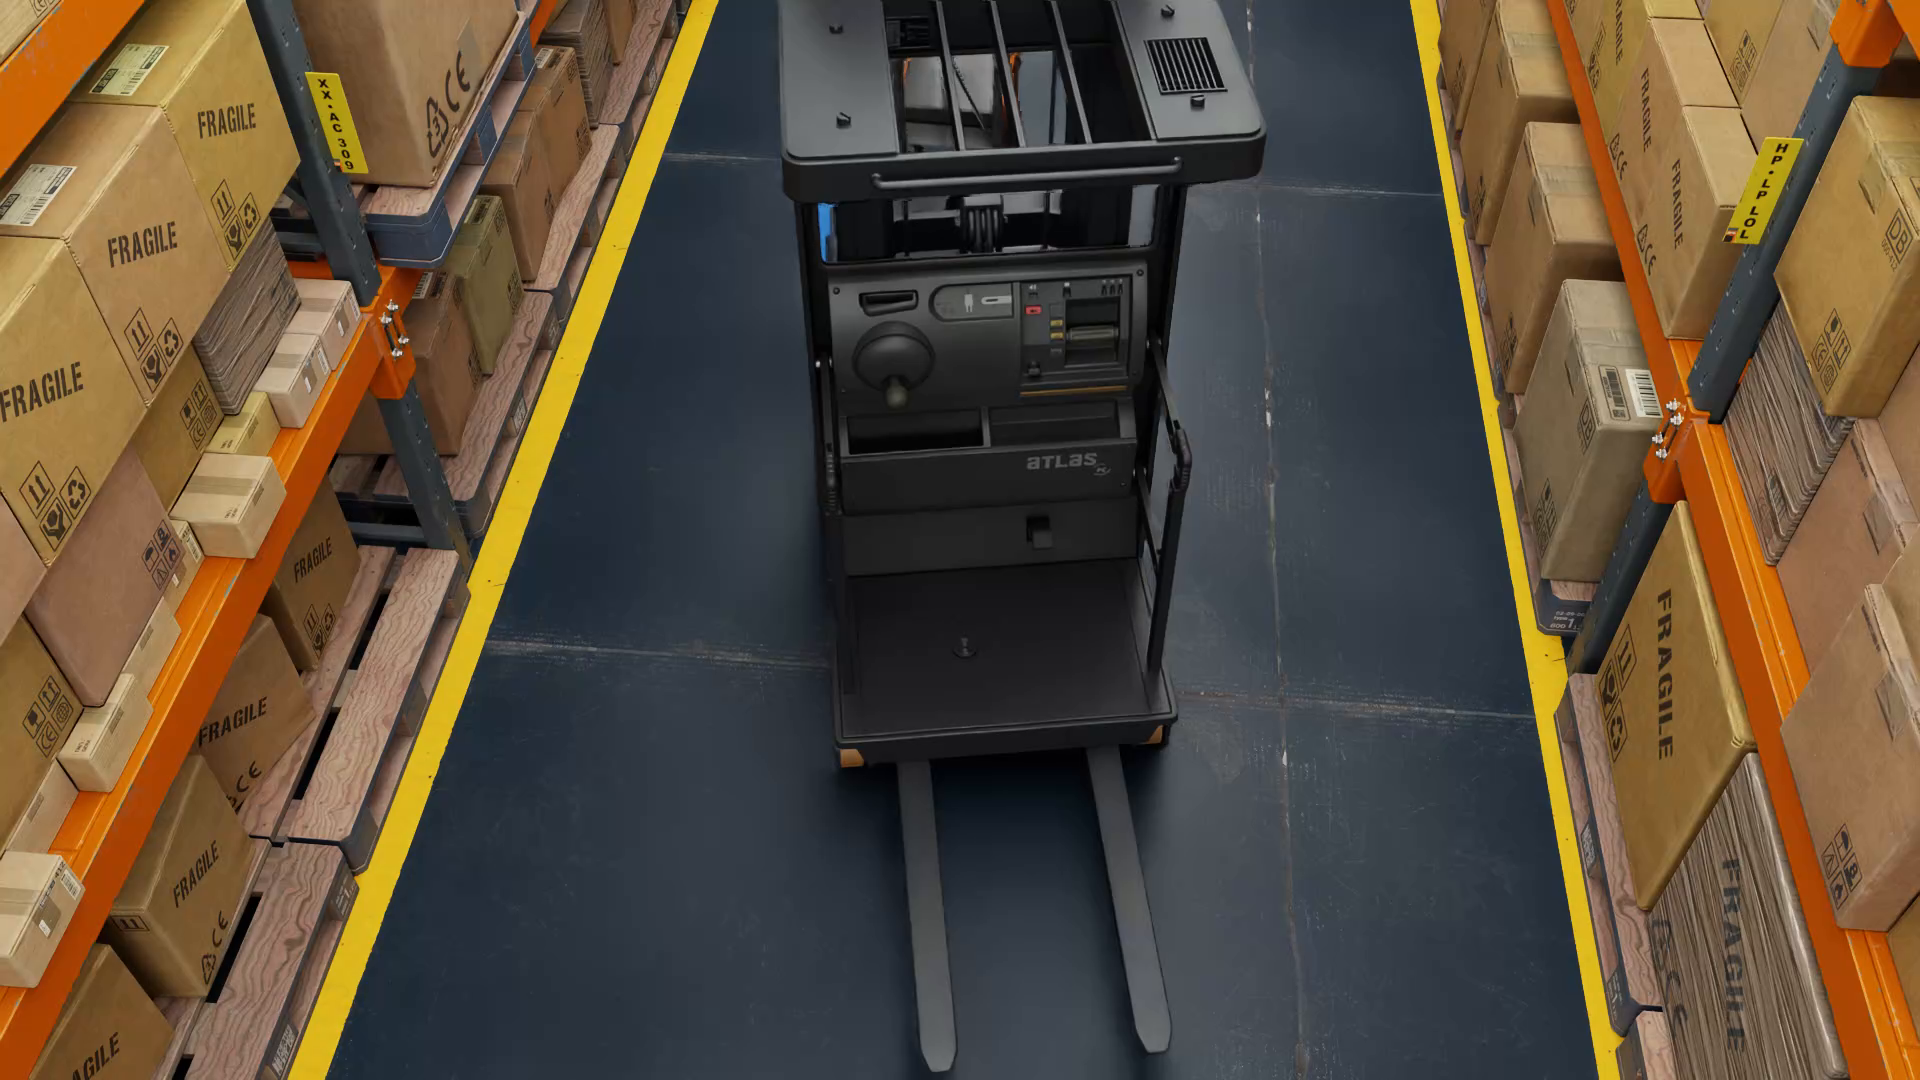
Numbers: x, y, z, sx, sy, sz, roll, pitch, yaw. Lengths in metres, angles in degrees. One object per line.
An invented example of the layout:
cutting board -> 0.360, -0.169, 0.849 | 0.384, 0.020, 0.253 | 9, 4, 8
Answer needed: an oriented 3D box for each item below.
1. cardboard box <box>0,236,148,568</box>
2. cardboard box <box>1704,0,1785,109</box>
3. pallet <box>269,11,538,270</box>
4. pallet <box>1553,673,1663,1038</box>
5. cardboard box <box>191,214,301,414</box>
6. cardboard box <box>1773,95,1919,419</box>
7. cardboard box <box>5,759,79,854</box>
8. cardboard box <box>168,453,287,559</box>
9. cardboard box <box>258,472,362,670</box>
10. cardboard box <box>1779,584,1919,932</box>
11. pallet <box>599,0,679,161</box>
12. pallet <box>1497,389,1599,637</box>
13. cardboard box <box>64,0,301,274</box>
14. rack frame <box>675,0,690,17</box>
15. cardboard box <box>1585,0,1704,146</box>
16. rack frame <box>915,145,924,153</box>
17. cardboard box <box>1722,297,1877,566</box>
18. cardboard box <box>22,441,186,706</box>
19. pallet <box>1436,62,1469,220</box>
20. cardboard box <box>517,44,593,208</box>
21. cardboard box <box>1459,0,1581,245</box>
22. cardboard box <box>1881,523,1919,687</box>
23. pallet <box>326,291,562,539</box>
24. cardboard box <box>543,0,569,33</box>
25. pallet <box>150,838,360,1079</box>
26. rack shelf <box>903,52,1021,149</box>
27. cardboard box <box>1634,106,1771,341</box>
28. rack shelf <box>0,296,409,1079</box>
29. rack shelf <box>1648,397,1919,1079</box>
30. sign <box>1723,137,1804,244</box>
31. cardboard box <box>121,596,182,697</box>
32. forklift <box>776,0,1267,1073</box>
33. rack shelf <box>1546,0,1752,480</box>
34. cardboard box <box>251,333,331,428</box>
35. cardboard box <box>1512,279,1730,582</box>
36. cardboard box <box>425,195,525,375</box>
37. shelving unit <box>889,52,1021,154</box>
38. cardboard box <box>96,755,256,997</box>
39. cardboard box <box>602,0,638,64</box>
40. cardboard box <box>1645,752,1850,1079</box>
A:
cardboard box -> -2.164, -0.304, 3.548 | 0.500, 0.500, 0.500 | 4, 48, 4
cardboard box -> 2.708, -1.623, 4.956 | 0.700, 0.500, 0.500 | 3, 48, 3
pallet -> -2.092, -1.403, 5.631 | 1.003, 0.211, 1.213 | 4, 48, 4
pallet -> 2.477, 0.986, 5.205 | 1.003, 0.211, 1.213 | 4, 48, 4
cardboard box -> -2.409, -0.724, 4.610 | 0.875, 0.500, 0.500 | 4, 48, 4
cardboard box -> 2.556, -0.655, 3.983 | 0.875, 0.550, 0.550 | 4, 48, 4
cardboard box -> -2.283, 0.626, 3.815 | 0.380, 0.149, 0.250 | 4, 48, 4
cardboard box -> -2.060, -0.100, 4.479 | 0.380, 0.149, 0.250 | 4, 48, 4
cardboard box -> -2.382, 0.077, 5.556 | 0.500, 0.500, 0.500 | 3, 48, 2
cardboard box -> 2.408, 0.508, 3.651 | 0.875, 0.550, 0.550 | 4, 48, 4
pallet -> -2.014, -2.340, 8.247 | 1.003, 0.211, 1.213 | 4, 48, 4
pallet -> 2.619, -0.139, 6.234 | 1.003, 0.211, 1.213 | 4, 48, 4
cardboard box -> -2.073, -1.039, 4.220 | 0.500, 0.500, 0.500 | 4, 48, 4
rack frame -> -1.942, -3.856, 7.744 | 1.000, 3.000, 0.127 | 4, 48, 4
cardboard box -> 2.497, -1.686, 5.692 | 0.500, 0.500, 0.500 | 4, 48, 4
rack frame -> 0.019, -1.748, 6.426 | 0.400, 2.100, 0.015 | 6, 47, 5
cardboard box -> 2.602, -0.287, 4.378 | 0.875, 0.550, 0.550 | 4, 48, 4
cardboard box -> -2.435, 0.015, 3.934 | 0.875, 0.500, 0.500 | 4, 48, 4
pallet -> 2.842, -1.932, 7.874 | 1.003, 0.211, 1.213 | 4, 48, 4
cardboard box -> -2.065, -1.841, 7.297 | 0.700, 0.500, 0.500 | 7, 48, 7
cardboard box -> 2.767, -1.746, 7.054 | 1.050, 0.750, 0.750 | 5, 48, 4
cardboard box -> 2.436, 0.145, 3.251 | 0.875, 0.550, 0.550 | 4, 48, 4
pallet -> -2.237, -0.547, 6.608 | 1.003, 0.211, 1.213 | 4, 48, 4
cardboard box -> -2.011, -2.529, 7.418 | 0.500, 0.250, 0.500 | 9, 48, 8
pallet -> -2.441, 1.420, 4.808 | 1.003, 0.211, 1.213 | 4, 48, 4
rack shelf -> -0.015, -1.563, 6.270 | 0.431, 0.518, 0.480 | 6, 47, 5
cardboard box -> 2.405, -0.944, 5.012 | 0.500, 0.500, 0.500 | 4, 48, 3
rack shelf -> -2.488, 0.796, 3.976 | 1.077, 0.370, 4.000 | 4, 48, 4
rack shelf -> 2.442, 1.204, 3.603 | 1.077, 0.370, 4.000 | 4, 48, 4
sign -> 2.083, -0.902, 4.311 | 0.100, 0.325, 0.005 | 4, 48, 4
cardboard box -> -2.196, 0.262, 4.148 | 0.380, 0.149, 0.250 | 4, 48, 4
forklift -> 0.109, -0.501, 4.722 | 1.130, 2.935, 3.031 | -4, 48, -4
rack shelf -> 2.806, -1.735, 6.292 | 1.077, 0.370, 4.000 | 4, 48, 4
cardboard box -> -2.065, -0.471, 4.818 | 0.380, 0.149, 0.250 | 4, 48, 4
cardboard box -> 2.591, -0.353, 5.780 | 1.050, 0.750, 0.750 | 4, 48, 3
cardboard box -> -2.167, -1.020, 6.546 | 0.700, 0.500, 0.500 | 4, 48, 3
shelving unit -> -0.015, -1.572, 6.260 | 0.431, 2.100, 0.503 | 6, 47, 5
cardboard box -> -2.405, 0.960, 4.749 | 0.500, 0.500, 0.500 | 0, 48, 0
cardboard box -> -1.983, -2.667, 8.052 | 0.700, 0.500, 0.500 | 2, 48, 1
cardboard box -> 2.419, 1.187, 4.287 | 0.875, 0.875, 0.875 | 4, 48, 4
